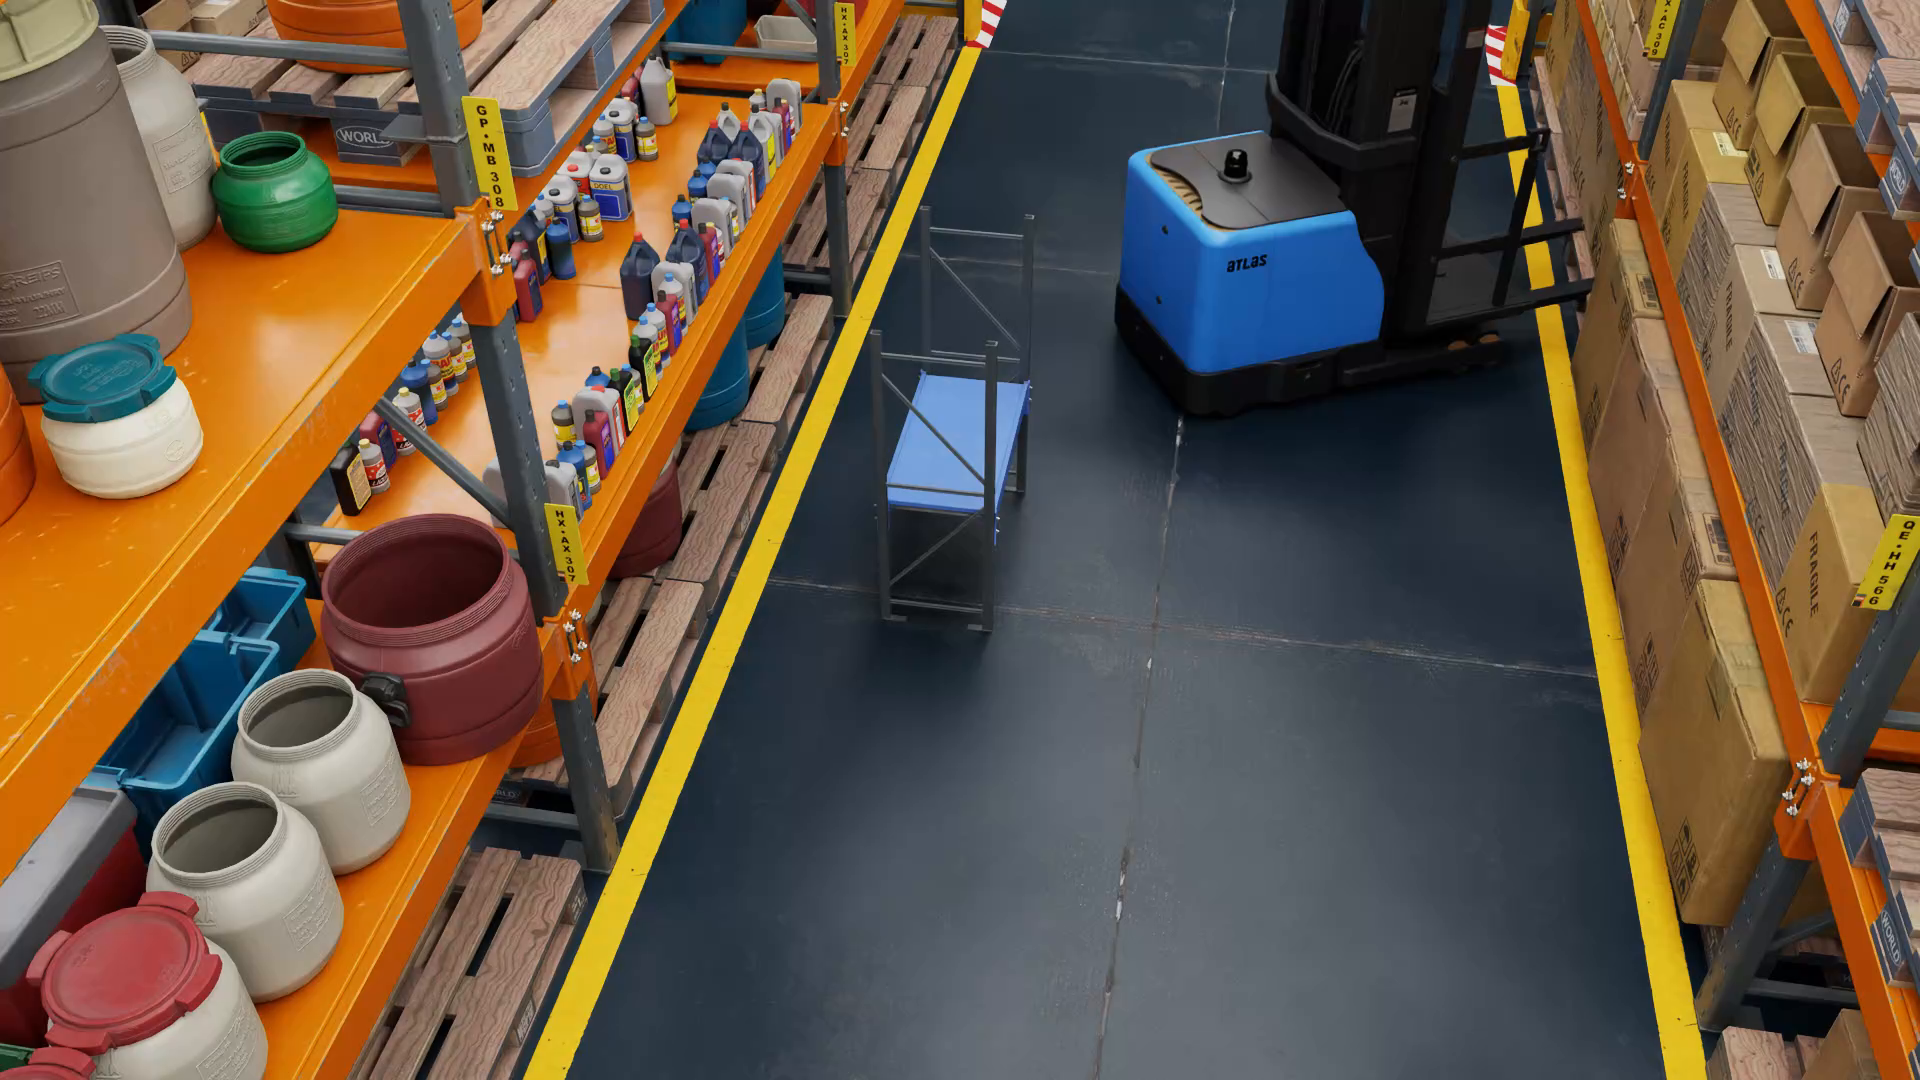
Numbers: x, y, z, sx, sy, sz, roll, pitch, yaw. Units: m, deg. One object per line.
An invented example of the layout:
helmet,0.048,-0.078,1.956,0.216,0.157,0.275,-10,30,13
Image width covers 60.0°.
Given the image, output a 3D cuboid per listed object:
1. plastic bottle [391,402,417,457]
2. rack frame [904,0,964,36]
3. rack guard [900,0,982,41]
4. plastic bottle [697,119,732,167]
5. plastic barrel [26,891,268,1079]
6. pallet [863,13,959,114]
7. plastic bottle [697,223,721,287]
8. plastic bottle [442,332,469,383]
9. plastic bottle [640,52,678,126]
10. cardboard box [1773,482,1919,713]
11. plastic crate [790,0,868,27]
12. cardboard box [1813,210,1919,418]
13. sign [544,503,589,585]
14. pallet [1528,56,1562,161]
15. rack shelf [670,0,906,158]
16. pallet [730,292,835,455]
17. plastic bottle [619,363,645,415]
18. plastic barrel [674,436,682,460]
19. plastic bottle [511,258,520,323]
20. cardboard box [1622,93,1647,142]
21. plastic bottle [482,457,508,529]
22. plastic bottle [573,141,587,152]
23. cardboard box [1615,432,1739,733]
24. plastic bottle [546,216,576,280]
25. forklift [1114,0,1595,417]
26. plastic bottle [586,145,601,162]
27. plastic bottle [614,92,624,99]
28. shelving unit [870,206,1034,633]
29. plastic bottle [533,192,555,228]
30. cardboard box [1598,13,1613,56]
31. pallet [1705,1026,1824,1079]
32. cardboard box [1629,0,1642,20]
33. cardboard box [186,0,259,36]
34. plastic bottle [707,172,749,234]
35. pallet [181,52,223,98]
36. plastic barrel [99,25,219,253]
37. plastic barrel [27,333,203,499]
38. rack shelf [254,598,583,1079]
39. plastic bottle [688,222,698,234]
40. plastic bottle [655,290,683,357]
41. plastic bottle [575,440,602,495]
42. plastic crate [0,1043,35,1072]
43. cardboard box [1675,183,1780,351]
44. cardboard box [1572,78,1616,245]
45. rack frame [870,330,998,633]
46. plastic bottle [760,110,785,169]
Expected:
plastic bottle,-2.079,-0.417,6.153,0.097,0.201,0.097,0,40,0
rack frame,-0.423,-4.998,11.538,1.000,3.000,0.127,6,40,8
rack guard,-0.431,-4.051,12.354,1.175,0.500,0.348,6,40,8
plastic bottle,-1.126,-1.756,7.655,0.144,0.351,0.185,6,40,8
plastic barrel,-1.916,1.172,3.968,0.433,0.535,0.433,0,40,0
pallet,-0.604,-3.410,11.806,1.003,0.211,1.213,6,40,8
plastic bottle,-1.074,-1.234,7.077,0.061,0.283,0.133,6,40,8
plastic bottle,-1.995,-0.722,6.522,0.097,0.201,0.097,0,40,0
plastic bottle,-1.502,-2.258,8.263,0.144,0.351,0.185,6,40,8
cardboard box,2.912,0.193,5.181,0.500,0.500,0.500,8,40,9
plastic crate,-0.713,-3.068,9.106,0.402,0.464,0.583,6,40,8
cardboard box,3.329,-0.722,5.500,0.797,0.503,0.637,7,40,9
sign,-1.264,0.016,5.345,0.100,0.325,0.005,6,40,8
pallet,4.394,-2.867,11.149,1.003,0.211,1.213,6,40,8
rack shelf,-0.769,-3.466,10.249,1.077,0.370,4.000,6,40,8
pallet,-1.290,-0.933,8.810,1.003,0.211,1.213,6,40,8
plastic bottle,-1.264,-0.581,6.351,0.097,0.201,0.097,0,40,0
plastic barrel,-1.534,-0.562,7.796,0.421,0.512,0.421,0,40,0
plastic bottle,-1.891,-1.072,6.828,0.144,0.351,0.185,6,40,8
cardboard box,3.493,-2.072,8.196,0.380,0.149,0.250,7,40,8
plastic bottle,-1.564,-0.182,5.811,0.152,0.276,0.135,6,40,8
plastic bottle,-1.752,-1.702,7.643,0.061,0.283,0.133,6,40,8
cardboard box,3.373,0.236,6.545,1.225,0.875,0.875,7,40,8
plastic bottle,-1.709,-1.255,7.112,0.097,0.271,0.097,0,40,0
forklift,2.425,-2.336,8.371,3.031,2.935,1.130,-13,41,-15
plastic bottle,-1.714,-1.741,7.755,0.097,0.201,0.097,0,40,0
plastic bottle,-1.640,-2.036,8.056,0.097,0.271,0.097,0,40,0
shelving unit,-0.015,-0.524,7.304,0.538,1.500,1.048,6,40,8
plastic bottle,-1.818,-1.393,7.279,0.097,0.271,0.097,0,40,0
cardboard box,3.671,-2.718,8.978,0.380,0.149,0.250,7,40,9
pallet,2.934,2.134,5.100,1.003,0.211,1.213,6,40,8
cardboard box,3.670,-2.919,8.320,0.500,0.500,0.500,7,40,8
cardboard box,-5.346,-3.695,11.775,0.500,0.250,0.500,6,40,8
plastic bottle,-1.039,-1.527,7.437,0.152,0.276,0.135,6,40,8
pallet,-5.664,-3.160,11.504,1.003,0.211,1.213,6,40,8
plastic barrel,-2.163,-1.015,4.279,0.421,0.512,0.421,0,40,0
plastic barrel,-1.797,-0.256,3.557,0.301,0.262,0.301,0,40,0
rack shelf,-2.153,1.555,4.176,1.077,0.370,4.000,6,40,8
plastic bottle,-1.155,-1.227,7.077,0.097,0.271,0.097,0,40,0
plastic bottle,-1.169,-0.888,6.659,0.061,0.283,0.133,6,40,8
plastic bottle,-1.350,-0.268,5.972,0.097,0.201,0.097,0,40,0
plastic crate,-2.476,1.491,3.856,0.450,0.188,0.662,6,40,8
cardboard box,3.264,-1.089,6.732,0.500,0.500,0.500,6,40,7
cardboard box,4.112,-2.255,9.558,0.875,0.875,0.875,6,40,8
rack frame,-0.103,-0.205,6.918,0.500,1.500,0.032,6,40,8
plastic bottle,-0.928,-1.928,7.922,0.152,0.276,0.135,6,40,8
